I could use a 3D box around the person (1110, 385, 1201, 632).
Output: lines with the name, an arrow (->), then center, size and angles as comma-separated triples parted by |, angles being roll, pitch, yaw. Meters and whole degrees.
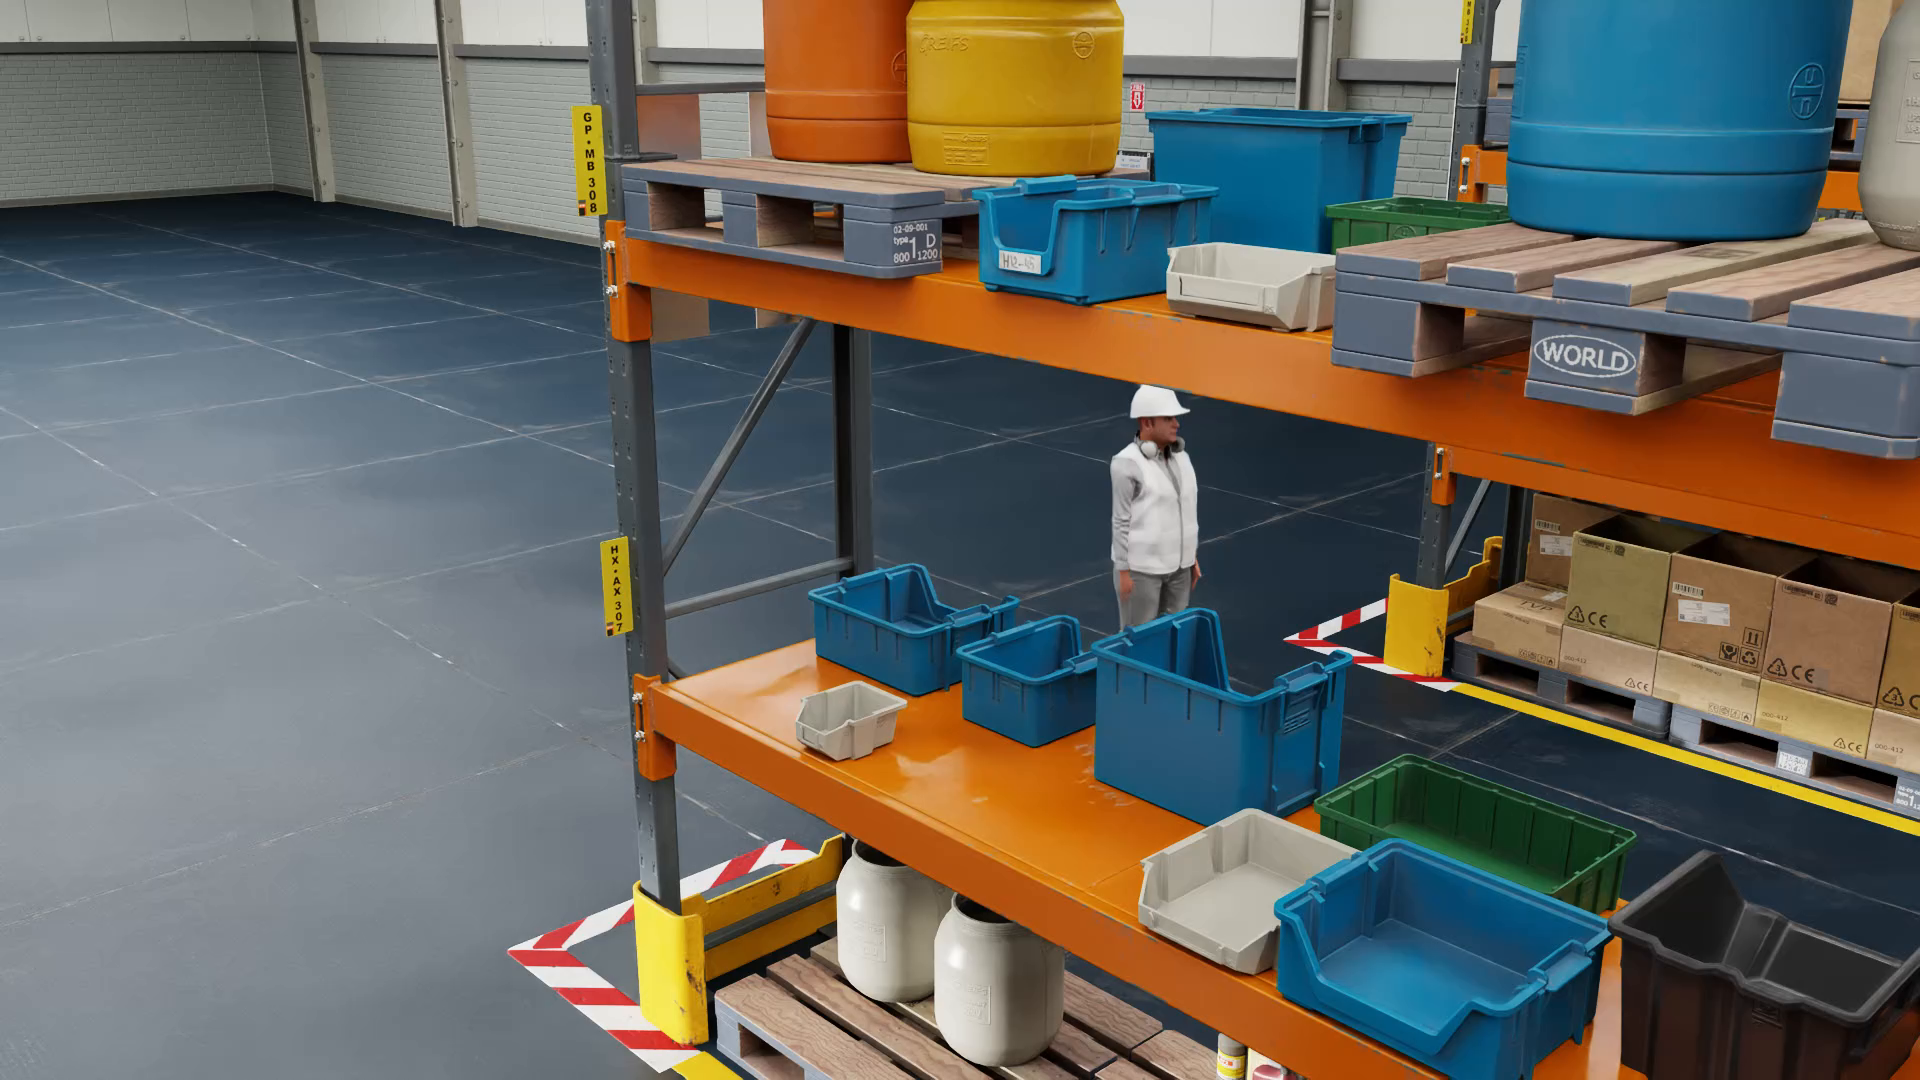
person -> 0.961, 0.113, 8.139 | 0.533, 1.772, 0.358 | -15, 23, -40
